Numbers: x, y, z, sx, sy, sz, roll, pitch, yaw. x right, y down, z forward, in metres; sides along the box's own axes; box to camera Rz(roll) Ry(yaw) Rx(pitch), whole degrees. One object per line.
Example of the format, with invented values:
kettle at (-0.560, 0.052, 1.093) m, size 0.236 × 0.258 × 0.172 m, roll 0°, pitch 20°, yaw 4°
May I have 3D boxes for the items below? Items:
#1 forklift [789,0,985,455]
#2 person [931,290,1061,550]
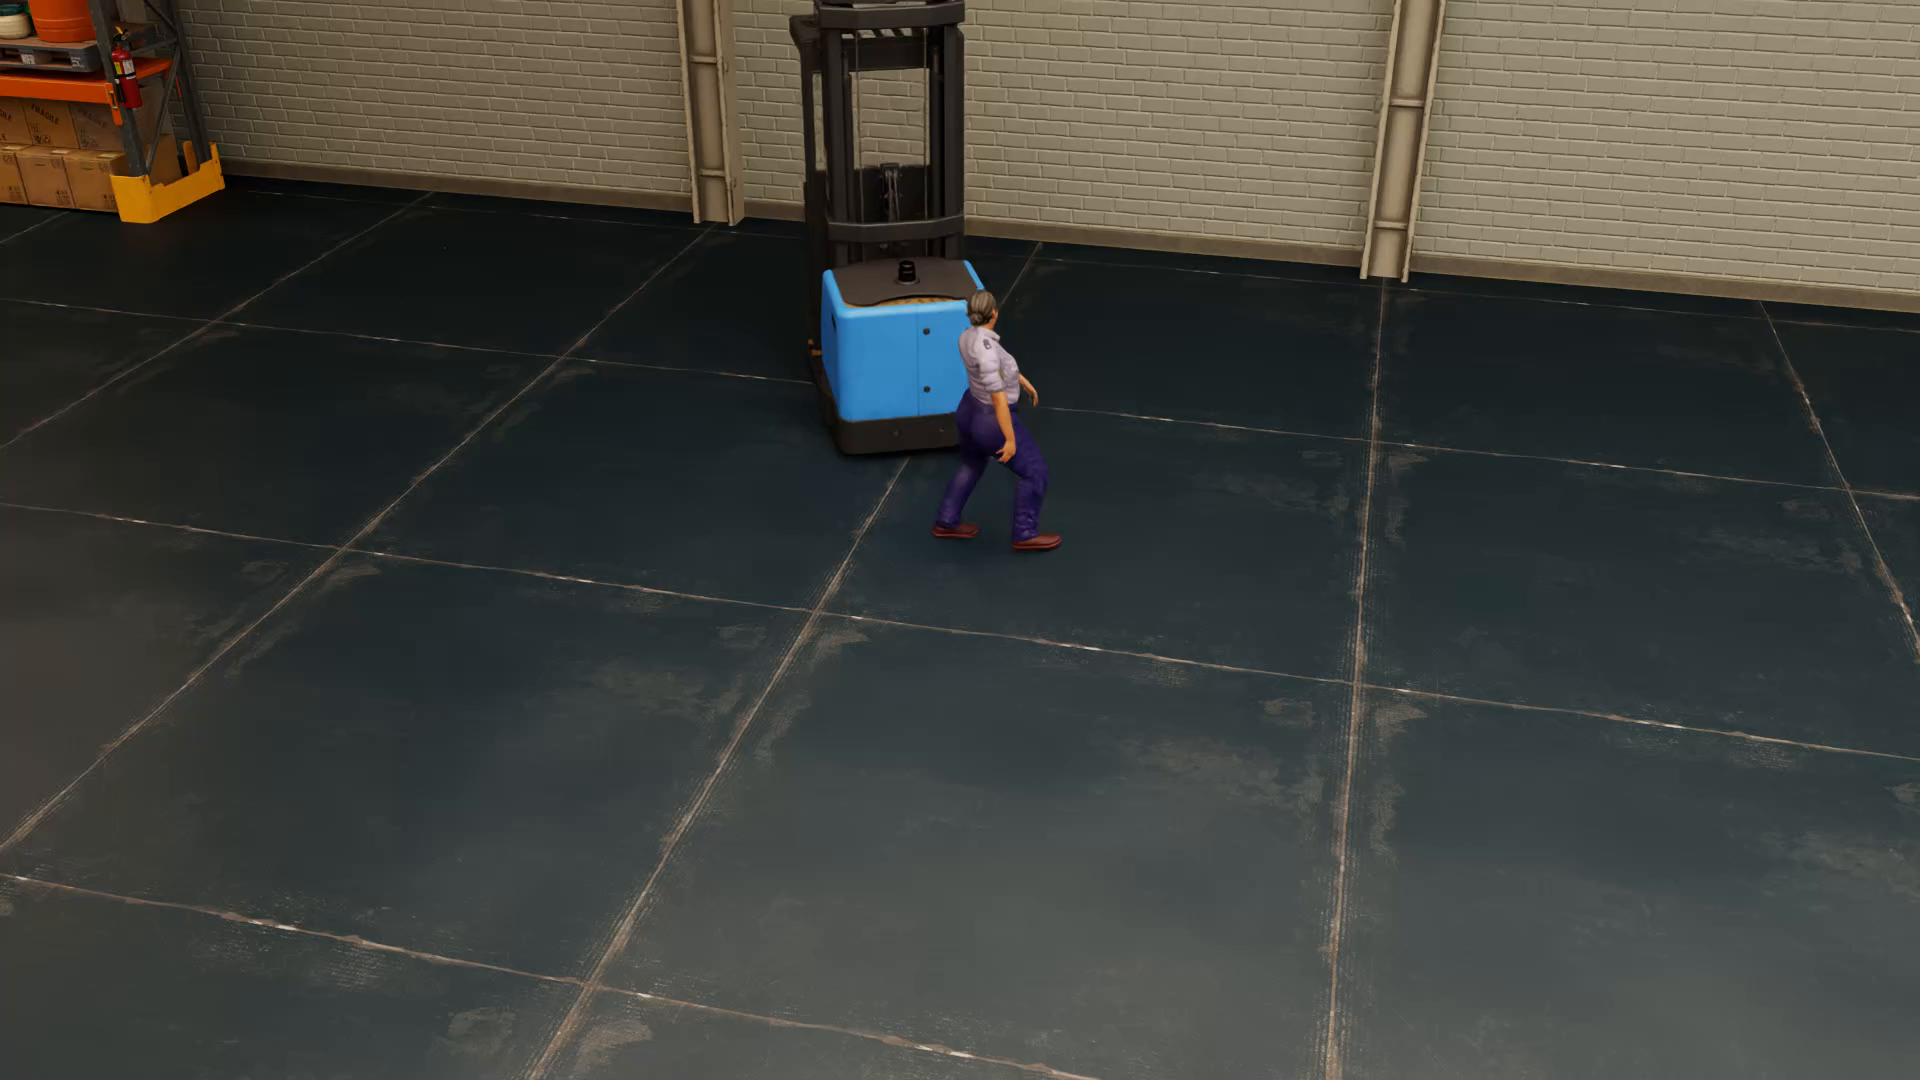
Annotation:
forklift at (-0.562, -2.550, 11.671) m, size 1.130 × 2.935 × 3.031 m, roll -6°, pitch 30°, yaw -10°
person at (0.219, -0.695, 9.786) m, size 0.695 × 1.574 × 0.619 m, roll -15°, pitch 33°, yaw -24°
